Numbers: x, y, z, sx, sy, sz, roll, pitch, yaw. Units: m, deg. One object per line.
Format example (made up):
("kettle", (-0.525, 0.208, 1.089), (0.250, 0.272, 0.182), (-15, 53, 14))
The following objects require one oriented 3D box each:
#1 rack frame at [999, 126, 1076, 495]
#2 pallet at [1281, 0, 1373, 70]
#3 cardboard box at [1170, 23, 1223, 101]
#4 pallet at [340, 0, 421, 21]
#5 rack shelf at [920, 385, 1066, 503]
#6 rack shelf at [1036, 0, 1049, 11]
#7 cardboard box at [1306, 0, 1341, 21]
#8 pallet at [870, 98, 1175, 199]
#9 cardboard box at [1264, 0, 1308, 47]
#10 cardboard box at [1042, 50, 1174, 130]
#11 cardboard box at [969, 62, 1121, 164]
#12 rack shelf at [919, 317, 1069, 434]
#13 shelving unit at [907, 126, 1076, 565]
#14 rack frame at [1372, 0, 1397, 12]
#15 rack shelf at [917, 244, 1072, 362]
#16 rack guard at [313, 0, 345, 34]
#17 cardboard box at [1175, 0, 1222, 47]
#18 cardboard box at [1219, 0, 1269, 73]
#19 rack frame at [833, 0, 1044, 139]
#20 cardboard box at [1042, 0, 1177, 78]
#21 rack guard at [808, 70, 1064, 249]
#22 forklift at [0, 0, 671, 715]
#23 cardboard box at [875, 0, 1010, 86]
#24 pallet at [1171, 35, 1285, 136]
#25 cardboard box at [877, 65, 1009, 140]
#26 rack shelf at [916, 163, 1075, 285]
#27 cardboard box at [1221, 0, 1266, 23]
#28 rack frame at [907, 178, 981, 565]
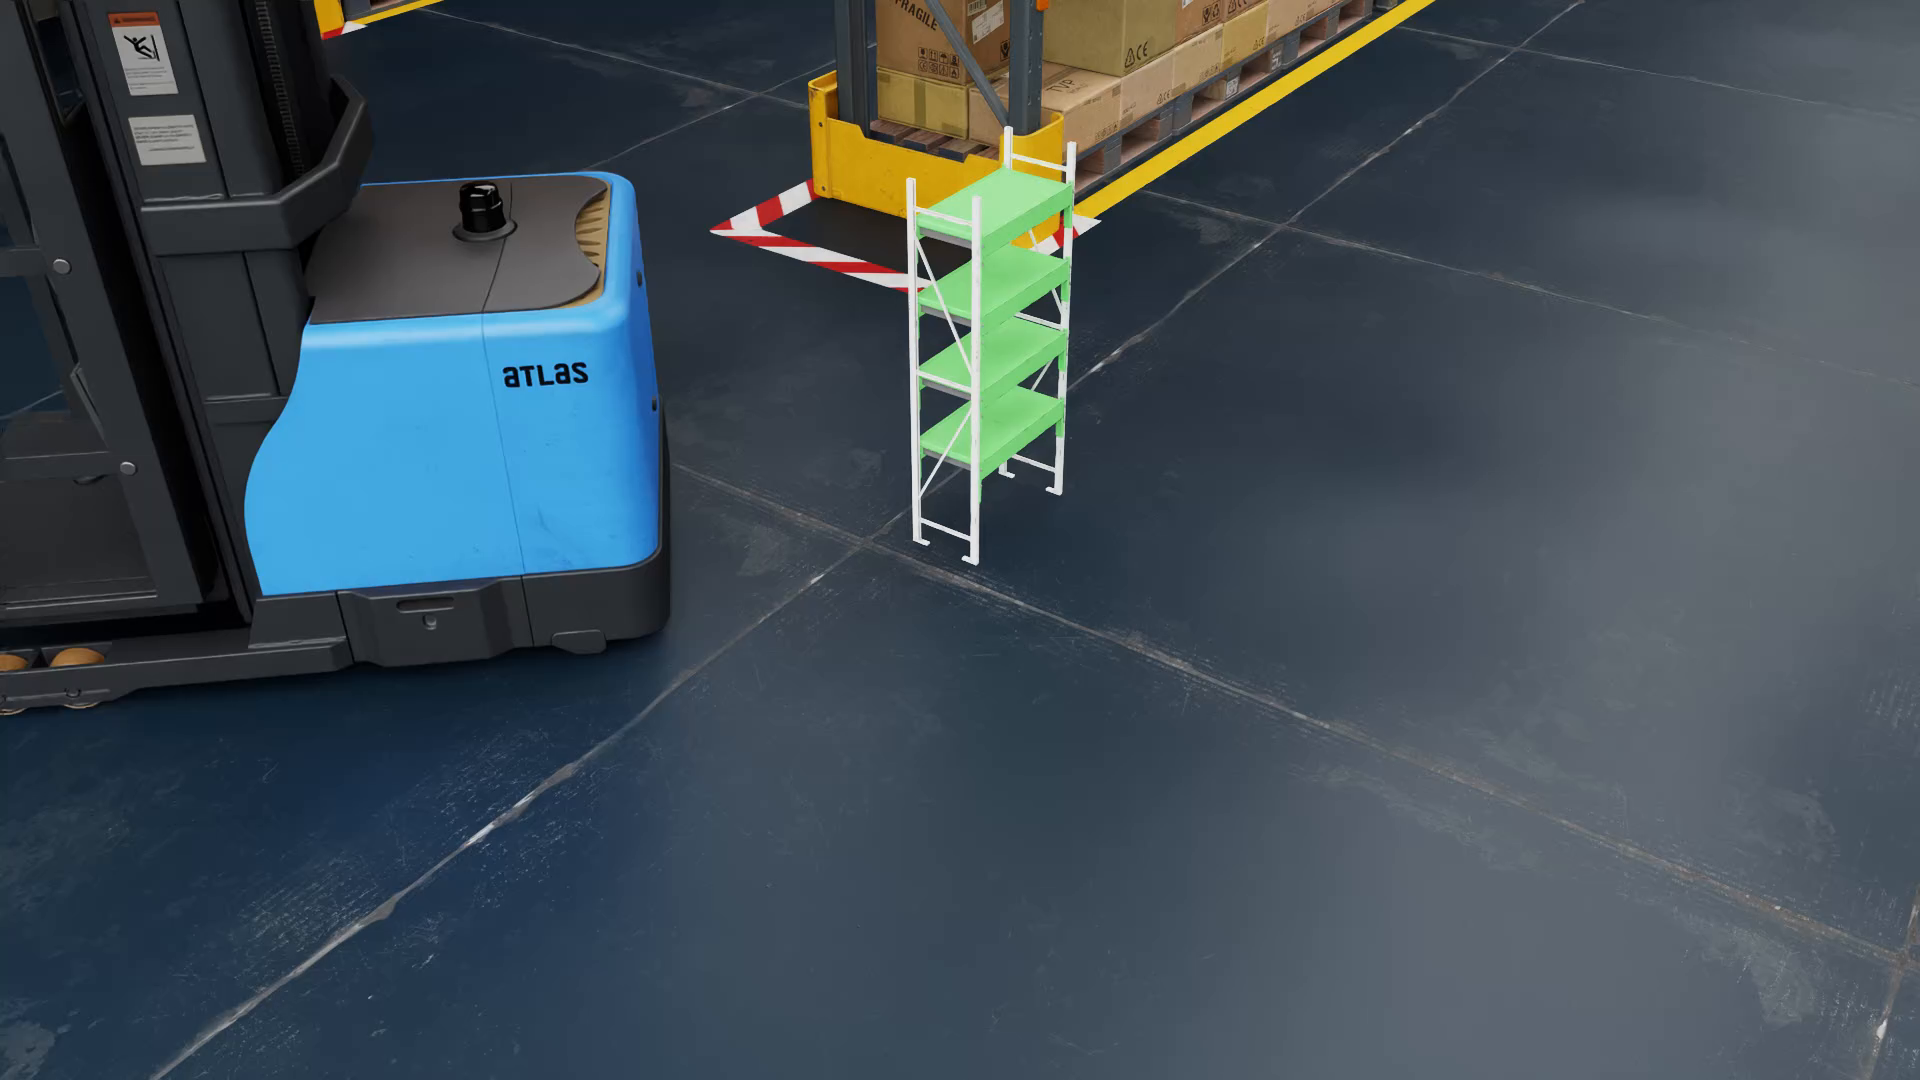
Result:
("rack frame", (0.234, -0.685, 5.193), (0.240, 1.200, 0.015), (21, 39, 28))
("pallet", (1.689, -3.069, 9.599), (1.003, 0.211, 1.213), (21, 39, 28))
("cardboard box", (0.952, -2.407, 8.212), (0.500, 0.250, 0.500), (21, 39, 28))
("pallet", (-3.640, -3.558, 10.324), (1.003, 0.211, 1.213), (21, 39, 28))
("rack shelf", (0.094, -0.321, 5.197), (0.258, 0.148, 0.480), (21, 39, 28))
("rack shelf", (1.037, -3.358, 8.180), (1.077, 0.370, 4.000), (21, 39, 28))
("cardboard box", (1.799, -3.101, 9.238), (0.500, 0.250, 0.500), (21, 39, 28))
("pallet", (0.298, -1.946, 7.939), (1.003, 0.211, 1.213), (21, 39, 28))
("cardboard box", (1.526, -2.866, 8.890), (0.500, 0.250, 0.500), (21, 39, 28))
("cardboard box", (0.667, -2.177, 7.872), (0.500, 0.250, 0.500), (21, 39, 28))
("cardboard box", (0.385, -1.946, 7.530), (0.500, 0.250, 0.500), (21, 39, 28))
("rack shelf", (0.094, -0.520, 5.062), (0.258, 0.148, 0.480), (21, 39, 28))
("shelving unit", (0.094, -0.573, 5.027), (0.258, 1.200, 0.503), (21, 39, 28))
("rack frame", (2.177, -4.576, 9.339), (1.000, 3.000, 0.127), (21, 39, 28))
("rack shelf", (0.094, -0.719, 4.928), (0.258, 0.148, 0.480), (21, 39, 28))
("rack guard", (-4.132, -3.316, 9.707), (1.175, 0.500, 0.348), (21, 39, 28))
("cardboard box", (0.943, -2.722, 8.007), (0.500, 0.500, 0.500), (21, 39, 28))
("cardboard box", (1.242, -2.636, 8.550), (0.500, 0.250, 0.500), (21, 39, 28))
("rack frame", (-0.104, -2.735, 6.617), (1.000, 3.000, 0.127), (21, 39, 28))
("cardboard box", (0.668, -2.488, 7.661), (0.500, 0.500, 0.500), (21, 39, 28))
("rack guard", (-0.117, -1.689, 7.301), (1.175, 0.500, 0.348), (21, 39, 28))
("forklift", (-2.397, -1.053, 4.191), (3.031, 2.935, 1.130), (-5, 34, -7))
("cardboard box", (-0.042, -2.423, 7.565), (0.500, 0.500, 0.500), (21, 39, 28))
("pallet", (0.994, -2.505, 8.765), (1.003, 0.211, 1.213), (21, 39, 28))
("cardboard box", (-0.041, -2.112, 7.775), (0.500, 0.250, 0.500), (21, 39, 28))
("rack shelf", (0.094, -0.918, 4.793), (0.258, 0.148, 0.480), (21, 39, 28))
("cardboard box", (1.242, -2.946, 8.339), (0.500, 0.500, 0.500), (21, 39, 28))
("rack frame", (-0.045, -0.461, 4.860), (0.240, 1.200, 0.015), (21, 39, 28))
